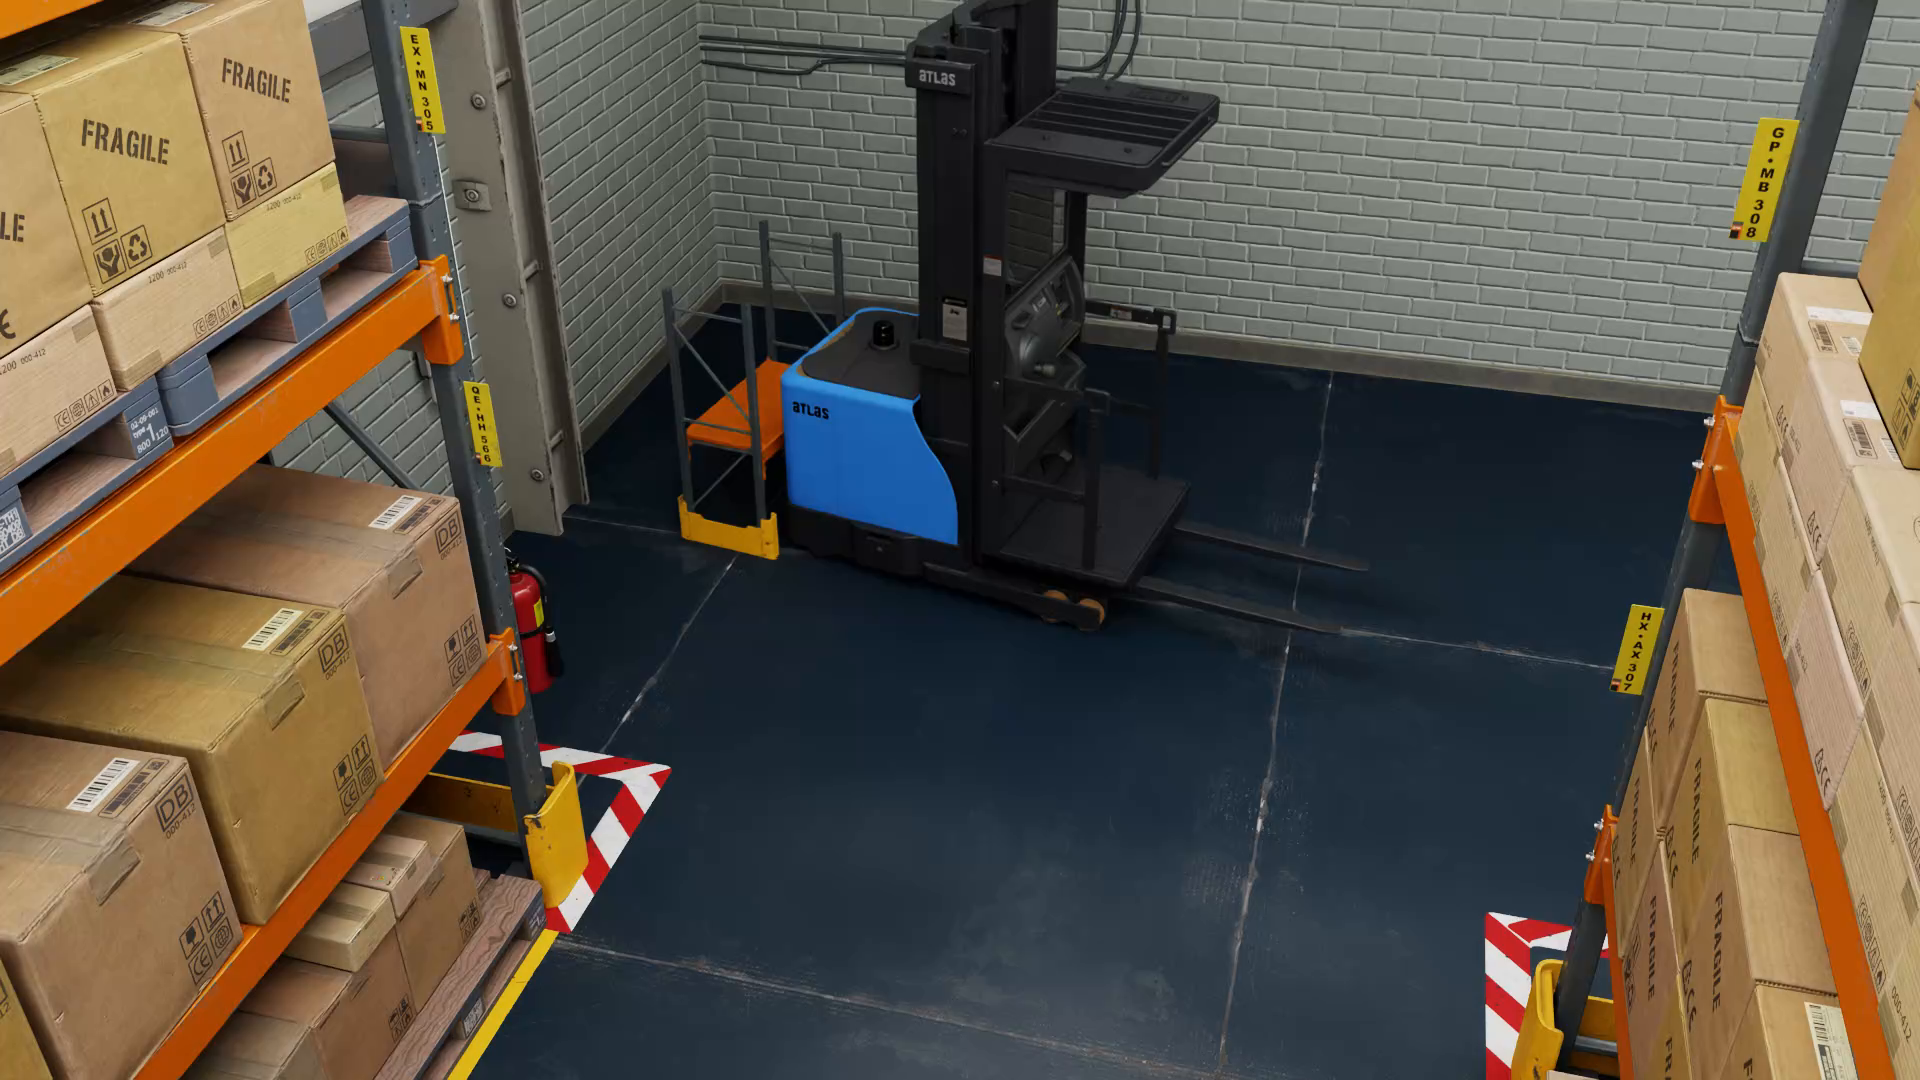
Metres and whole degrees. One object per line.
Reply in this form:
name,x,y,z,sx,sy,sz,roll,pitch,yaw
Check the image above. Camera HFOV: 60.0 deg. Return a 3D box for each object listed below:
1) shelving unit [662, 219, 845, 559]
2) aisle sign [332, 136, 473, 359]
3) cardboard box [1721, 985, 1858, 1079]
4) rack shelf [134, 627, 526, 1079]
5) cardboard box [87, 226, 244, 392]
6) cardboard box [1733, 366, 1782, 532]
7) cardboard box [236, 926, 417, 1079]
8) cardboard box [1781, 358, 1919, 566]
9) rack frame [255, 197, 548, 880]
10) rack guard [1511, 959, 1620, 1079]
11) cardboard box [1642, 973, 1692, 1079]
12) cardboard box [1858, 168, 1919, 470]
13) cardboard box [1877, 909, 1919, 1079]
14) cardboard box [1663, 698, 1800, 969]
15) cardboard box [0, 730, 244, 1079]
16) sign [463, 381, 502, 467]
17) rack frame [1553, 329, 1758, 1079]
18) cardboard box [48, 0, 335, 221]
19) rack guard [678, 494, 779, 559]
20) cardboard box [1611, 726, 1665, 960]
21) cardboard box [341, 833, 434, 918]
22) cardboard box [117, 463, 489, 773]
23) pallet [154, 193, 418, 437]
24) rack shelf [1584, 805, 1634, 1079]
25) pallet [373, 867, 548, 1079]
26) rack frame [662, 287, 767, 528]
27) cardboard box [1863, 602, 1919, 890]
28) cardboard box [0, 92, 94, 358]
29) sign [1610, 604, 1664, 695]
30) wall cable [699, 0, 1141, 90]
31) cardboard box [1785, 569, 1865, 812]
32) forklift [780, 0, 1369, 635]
shelving unit,-1.079,-0.852,9.191,0.587,1.500,1.083,13,35,19
aisle sign,-1.876,-0.987,5.583,0.394,0.787,0.004,8,33,12
cardboard box,1.856,1.304,3.377,0.500,0.500,0.500,8,33,12
rack shelf,-2.692,1.448,4.847,1.077,0.370,4.000,8,33,12
cardboard box,-2.244,-0.629,4.303,0.500,0.250,0.500,7,33,11
cardboard box,2.232,-0.192,4.099,0.500,0.250,0.500,8,33,12
cardboard box,-2.392,1.621,5.843,0.700,0.500,0.500,8,33,12
cardboard box,2.093,-0.145,3.560,0.500,0.250,0.500,8,33,12
rack frame,-2.184,0.107,6.286,1.000,3.000,0.127,8,33,12
rack guard,2.589,1.873,5.837,1.175,0.500,0.348,8,33,12
cardboard box,1.985,1.460,4.065,0.500,0.500,0.500,8,33,12
cardboard box,2.285,-0.434,3.316,0.700,0.500,0.500,8,33,12
cardboard box,1.715,0.845,2.469,0.500,0.250,0.500,8,33,12
cardboard box,2.115,0.782,4.199,0.500,0.500,0.500,8,33,13
cardboard box,-2.680,1.019,4.571,0.980,0.700,0.700,6,33,10
sign,-1.663,-0.401,5.785,0.100,0.325,0.005,8,33,12
rack frame,2.608,0.779,5.229,1.000,3.000,0.127,8,33,12
cardboard box,-2.106,-1.215,4.525,0.500,0.500,0.500,8,33,12
rack guard,-1.272,-0.078,9.139,0.587,0.250,0.087,13,35,19
cardboard box,2.241,0.931,4.896,0.500,0.500,0.500,9,33,13
cardboard box,-2.121,1.179,5.934,0.380,0.149,0.250,8,33,12
cardboard box,-2.304,0.246,5.787,0.980,0.700,0.700,10,34,15
pallet,-2.362,-0.735,4.898,1.003,0.211,1.213,8,33,12
rack shelf,2.101,2.121,3.789,1.077,0.370,4.000,8,33,12
pallet,-2.311,1.709,6.365,1.003,0.211,1.213,8,33,12
rack frame,-1.281,-0.596,8.789,0.500,1.500,0.032,13,35,19
cardboard box,1.841,0.374,2.743,0.500,0.250,0.500,8,33,12
cardboard box,-2.368,-0.685,3.692,0.500,0.500,0.500,7,33,10
sign,2.084,0.340,5.112,0.100,0.325,0.005,8,33,12
wall cable,-0.403,-4.001,10.050,3.097,2.526,0.112,8,33,12
cardboard box,1.967,0.326,3.285,0.500,0.250,0.500,8,33,12
forklift,0.610,-1.093,8.238,3.031,2.935,1.130,14,35,21
